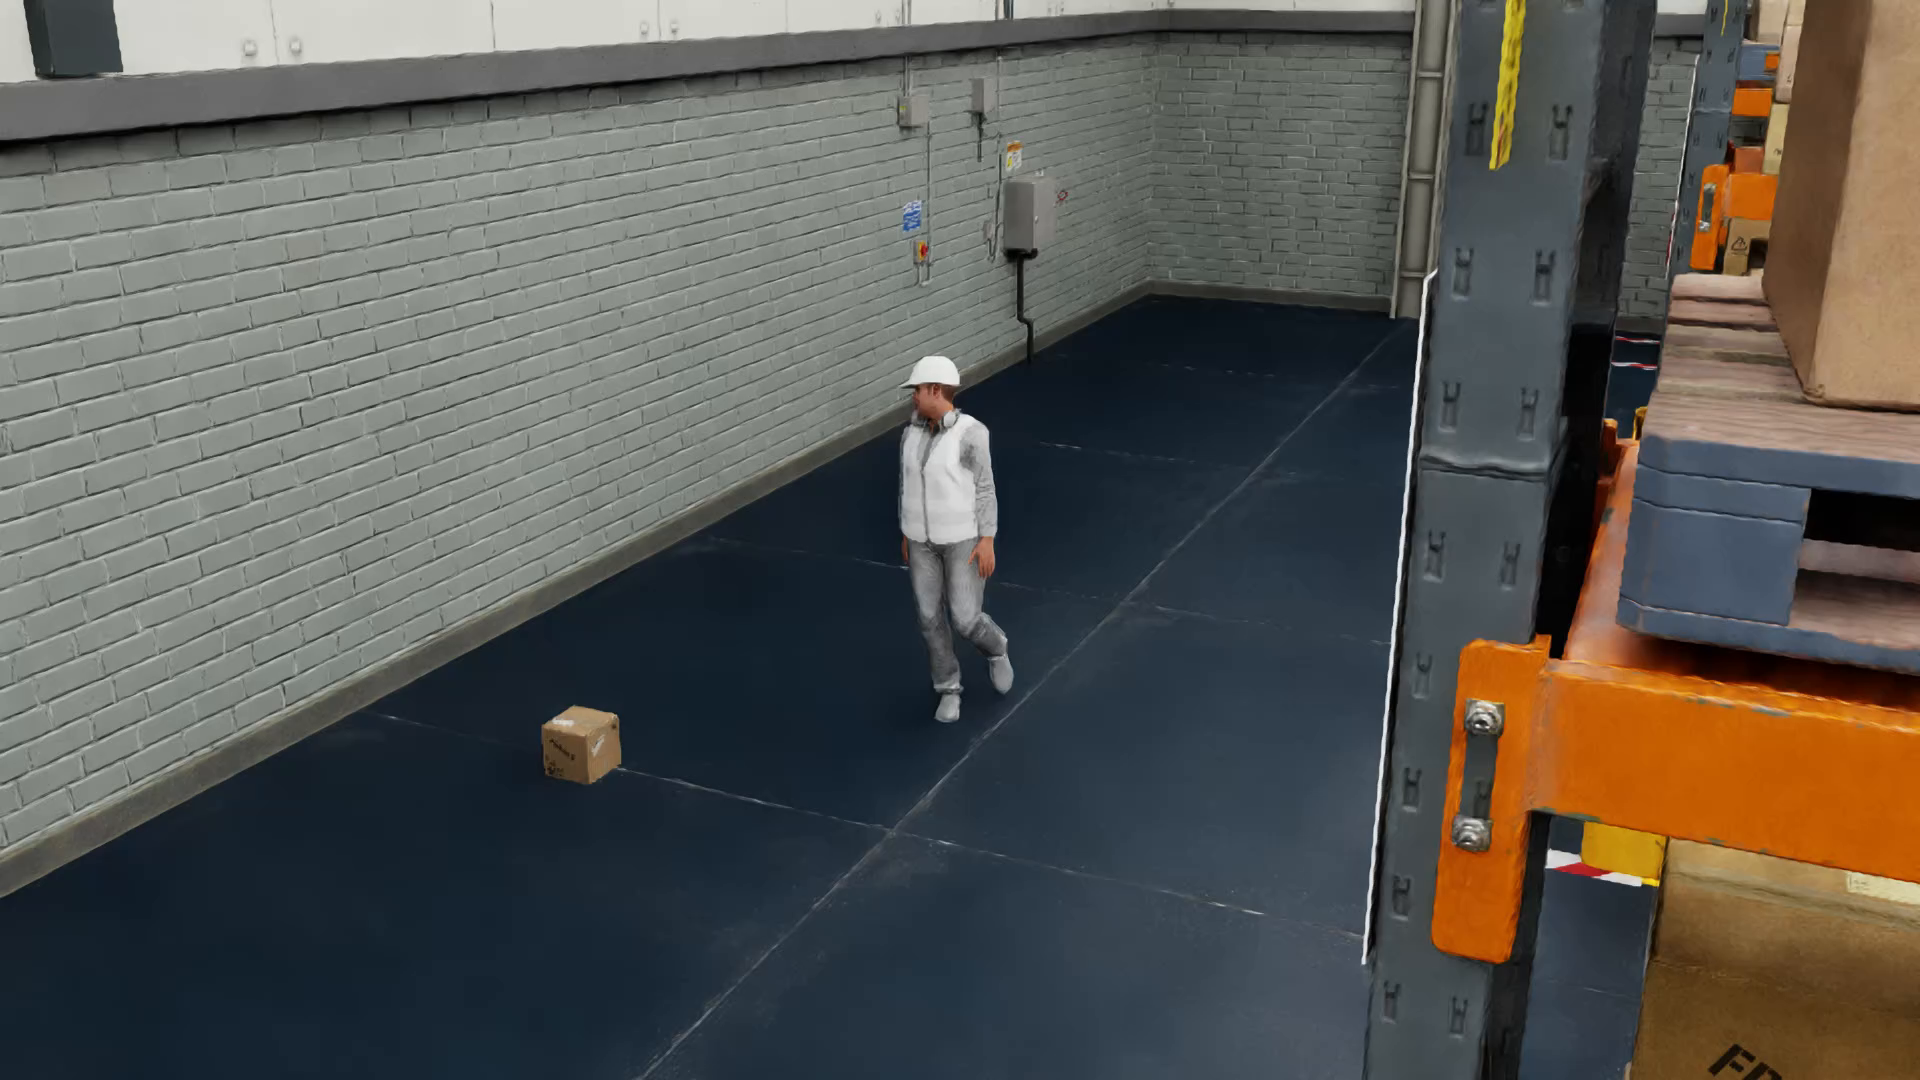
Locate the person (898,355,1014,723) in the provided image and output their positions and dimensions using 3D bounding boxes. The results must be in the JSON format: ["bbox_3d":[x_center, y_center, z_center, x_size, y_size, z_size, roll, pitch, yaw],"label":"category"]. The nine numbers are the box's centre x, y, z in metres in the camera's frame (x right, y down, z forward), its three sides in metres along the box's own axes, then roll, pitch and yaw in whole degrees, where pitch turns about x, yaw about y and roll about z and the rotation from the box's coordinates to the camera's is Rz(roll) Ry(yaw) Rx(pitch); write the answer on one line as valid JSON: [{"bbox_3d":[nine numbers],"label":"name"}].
[{"bbox_3d":[-0.072,-0.013,8.118,0.593,1.743,0.536,9,21,25],"label":"person"}]
